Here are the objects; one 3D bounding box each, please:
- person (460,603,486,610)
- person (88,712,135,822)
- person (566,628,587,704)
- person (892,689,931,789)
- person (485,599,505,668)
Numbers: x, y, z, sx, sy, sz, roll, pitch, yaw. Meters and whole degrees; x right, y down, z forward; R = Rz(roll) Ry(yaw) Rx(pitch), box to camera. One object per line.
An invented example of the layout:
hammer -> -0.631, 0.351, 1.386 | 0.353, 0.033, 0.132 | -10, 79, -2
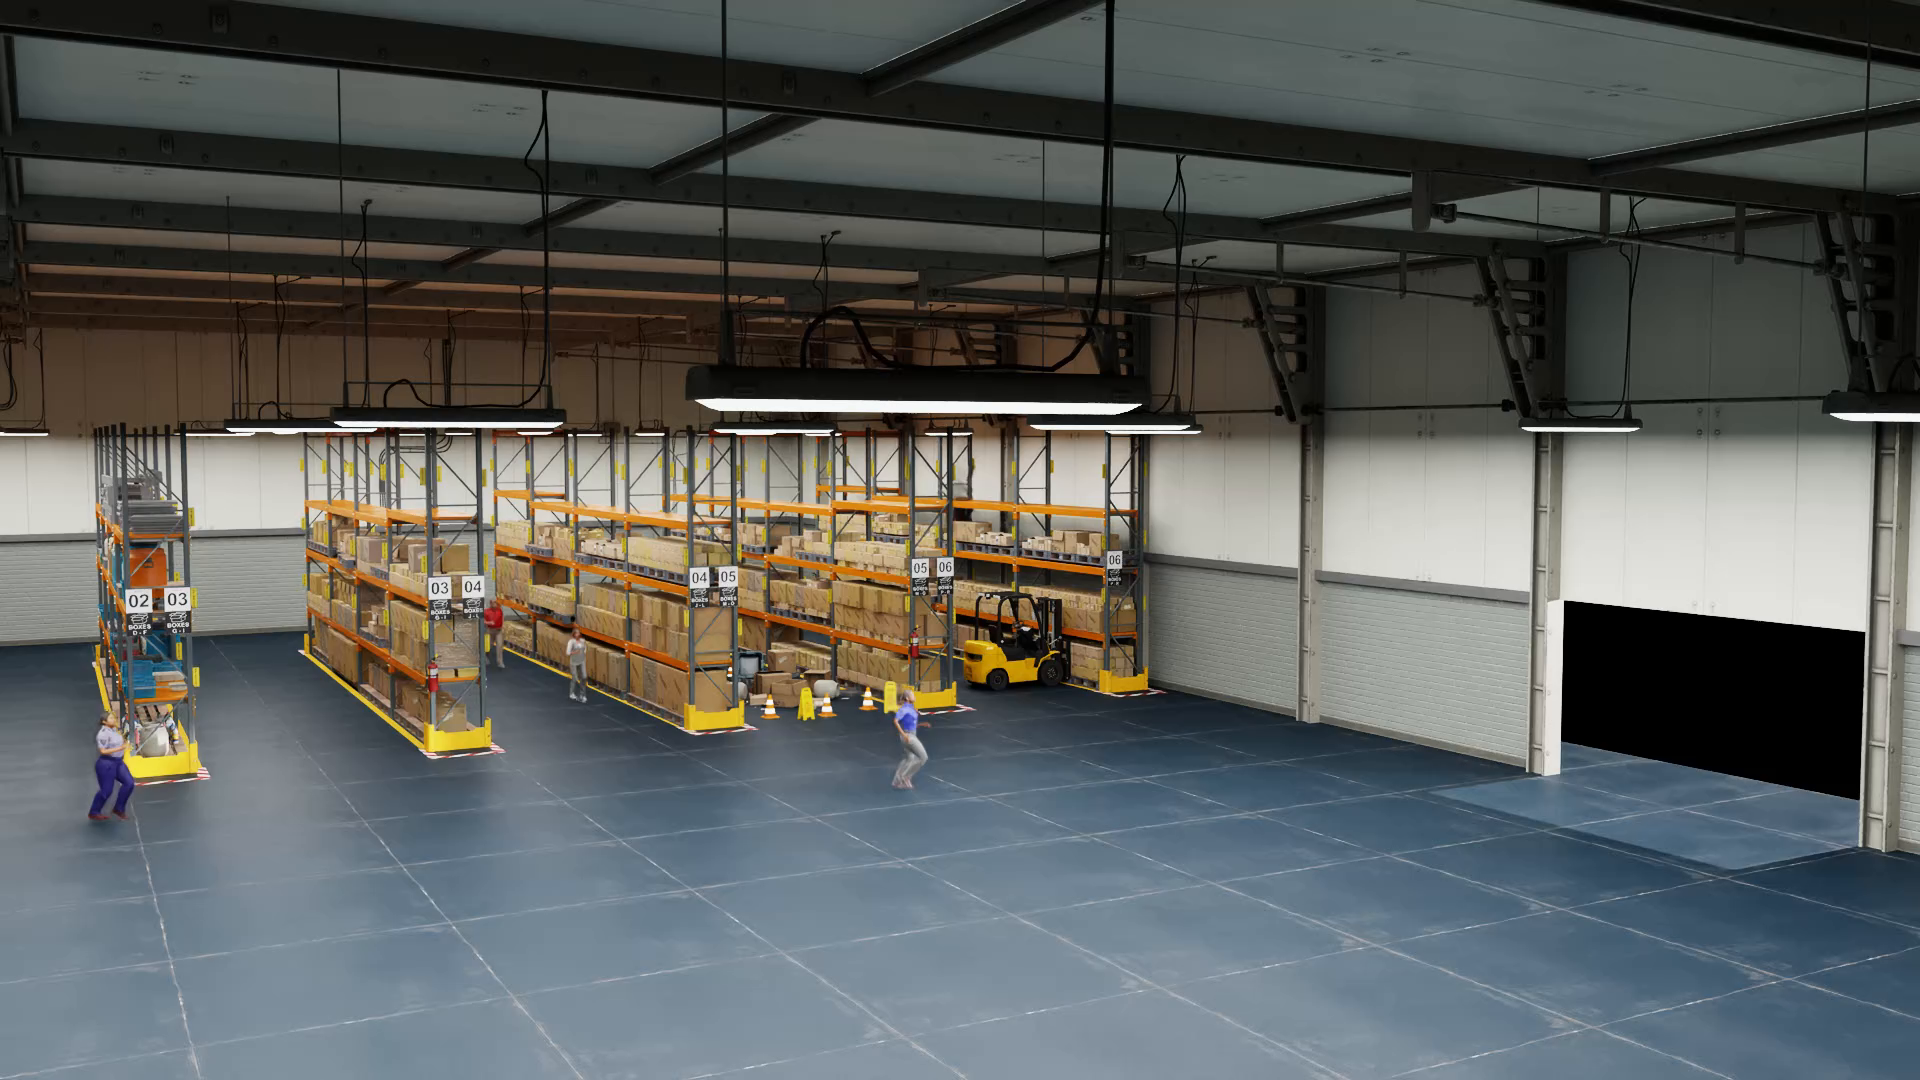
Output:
person -> -12.865, 2.174, 43.911 | 0.726, 1.816, 1.043 | -2, 4, -25
person -> -12.669, 3.407, 24.834 | 0.680, 1.695, 0.582 | 0, 3, 0
person -> -8.327, 2.727, 36.183 | 0.522, 1.639, 0.700 | -2, 4, -32
person -> -0.793, 3.250, 27.157 | 0.641, 1.625, 0.554 | 0, 3, 0
person -> -11.630, 2.316, 41.513 | 0.665, 1.699, 1.010 | -3, 4, -37
